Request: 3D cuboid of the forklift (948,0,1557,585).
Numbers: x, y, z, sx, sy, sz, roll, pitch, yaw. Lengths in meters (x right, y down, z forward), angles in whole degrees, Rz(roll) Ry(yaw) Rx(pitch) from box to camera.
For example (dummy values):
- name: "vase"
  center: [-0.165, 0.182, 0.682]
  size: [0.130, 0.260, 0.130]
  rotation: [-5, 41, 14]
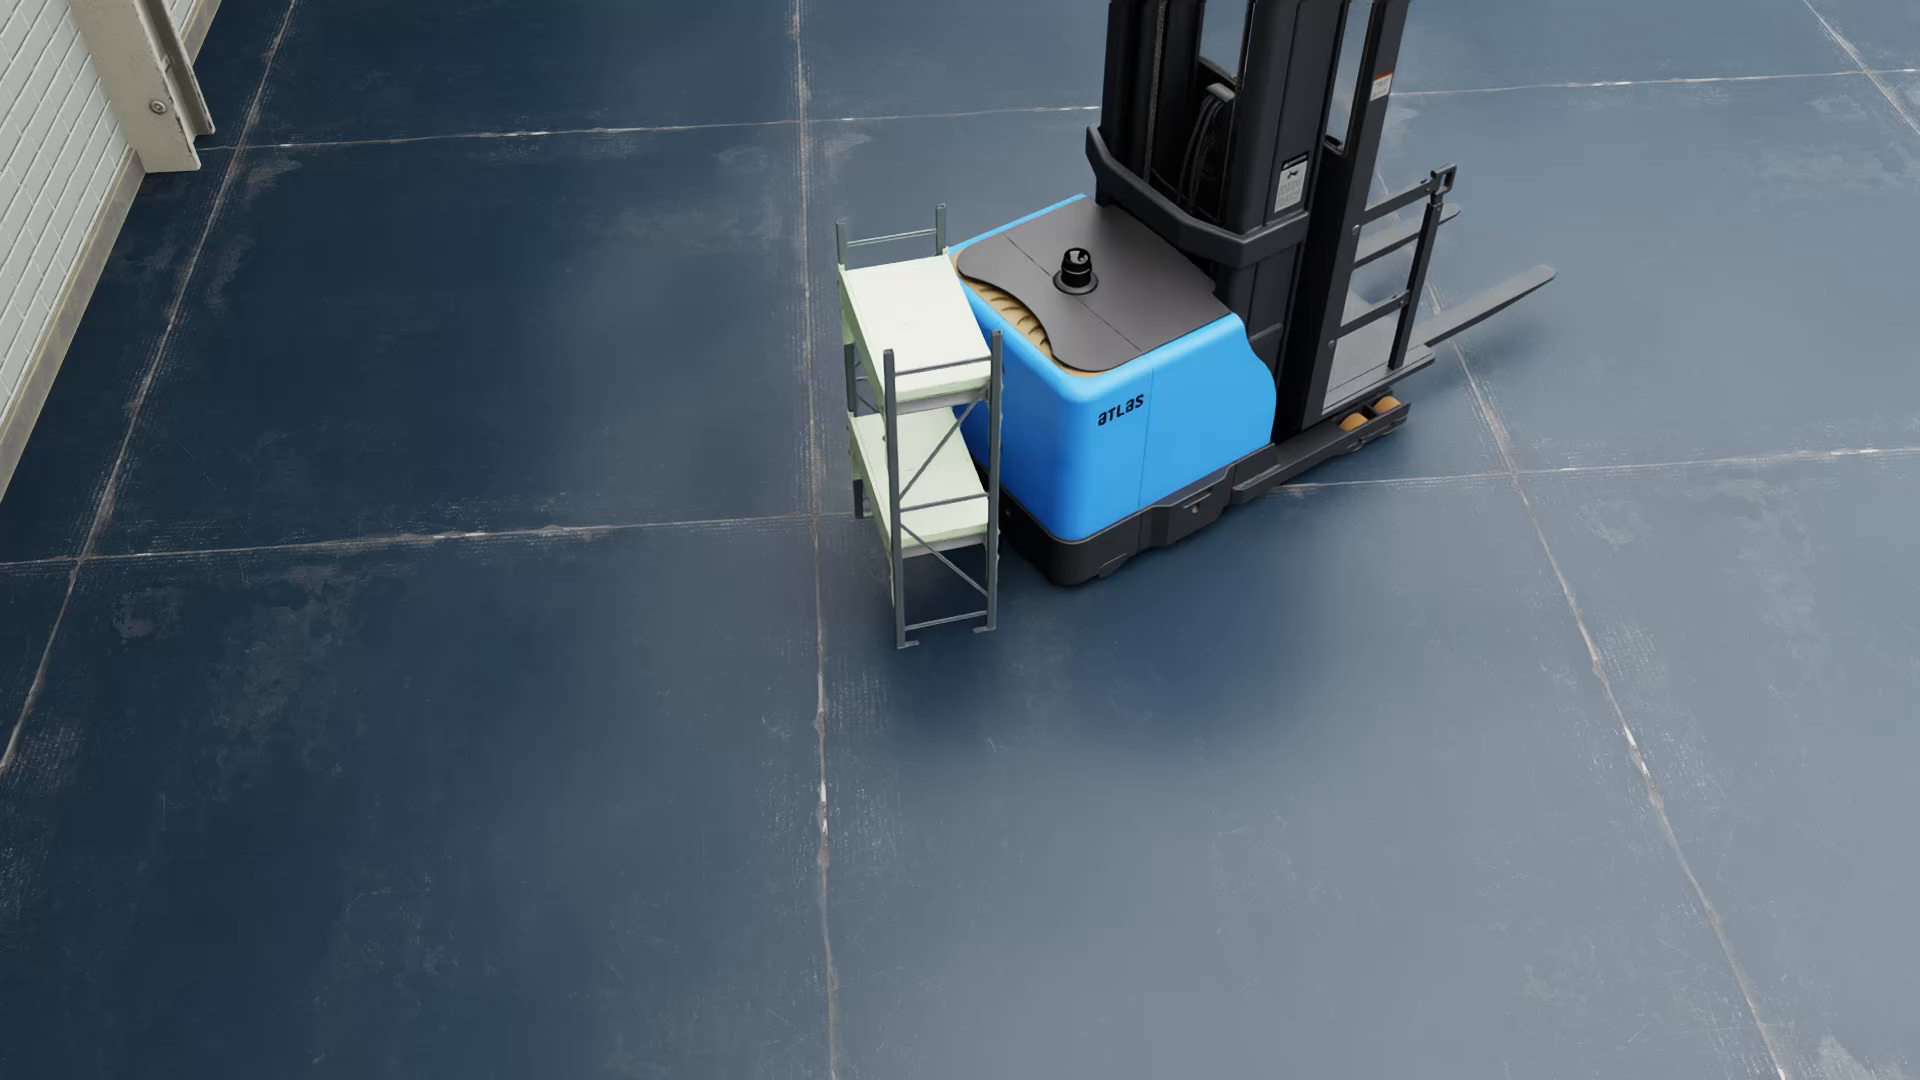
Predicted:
- name: "forklift"
  center: [1.357, -1.686, 6.464]
  size: [3.031, 2.935, 1.130]
  rotation: [-27, 52, -23]

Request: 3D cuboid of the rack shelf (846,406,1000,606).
- name: "rack shelf"
  center: [-0.150, -0.165, 6.459]
  size: [0.431, 0.370, 0.720]
  rotation: [-11, 48, -10]

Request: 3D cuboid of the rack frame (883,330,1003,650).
- name: "rack frame"
  center: [-0.055, -0.133, 5.979]
  size: [0.400, 1.500, 0.023]
  rotation: [-11, 48, -10]

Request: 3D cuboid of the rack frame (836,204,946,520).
- name: "rack frame"
  center: [-0.245, -0.646, 6.465]
  size: [0.400, 1.500, 0.023]
  rotation: [-11, 48, -10]

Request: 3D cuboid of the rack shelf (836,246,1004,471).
- name: "rack shelf"
  center: [-0.150, -0.658, 5.939]
  size: [0.431, 0.370, 0.720]
  rotation: [-11, 48, -10]

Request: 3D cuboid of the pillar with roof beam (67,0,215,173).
- name: "pillar with roof beam"
  center: [0.125, -5.431, 5.833]
  size: [9.100, 9.000, 0.400]
  rotation: [-3, 47, -3]

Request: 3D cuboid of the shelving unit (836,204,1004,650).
- name: "shelving unit"
  center: [-0.150, -0.389, 6.222]
  size: [0.431, 1.500, 0.755]
  rotation: [-11, 48, -10]
